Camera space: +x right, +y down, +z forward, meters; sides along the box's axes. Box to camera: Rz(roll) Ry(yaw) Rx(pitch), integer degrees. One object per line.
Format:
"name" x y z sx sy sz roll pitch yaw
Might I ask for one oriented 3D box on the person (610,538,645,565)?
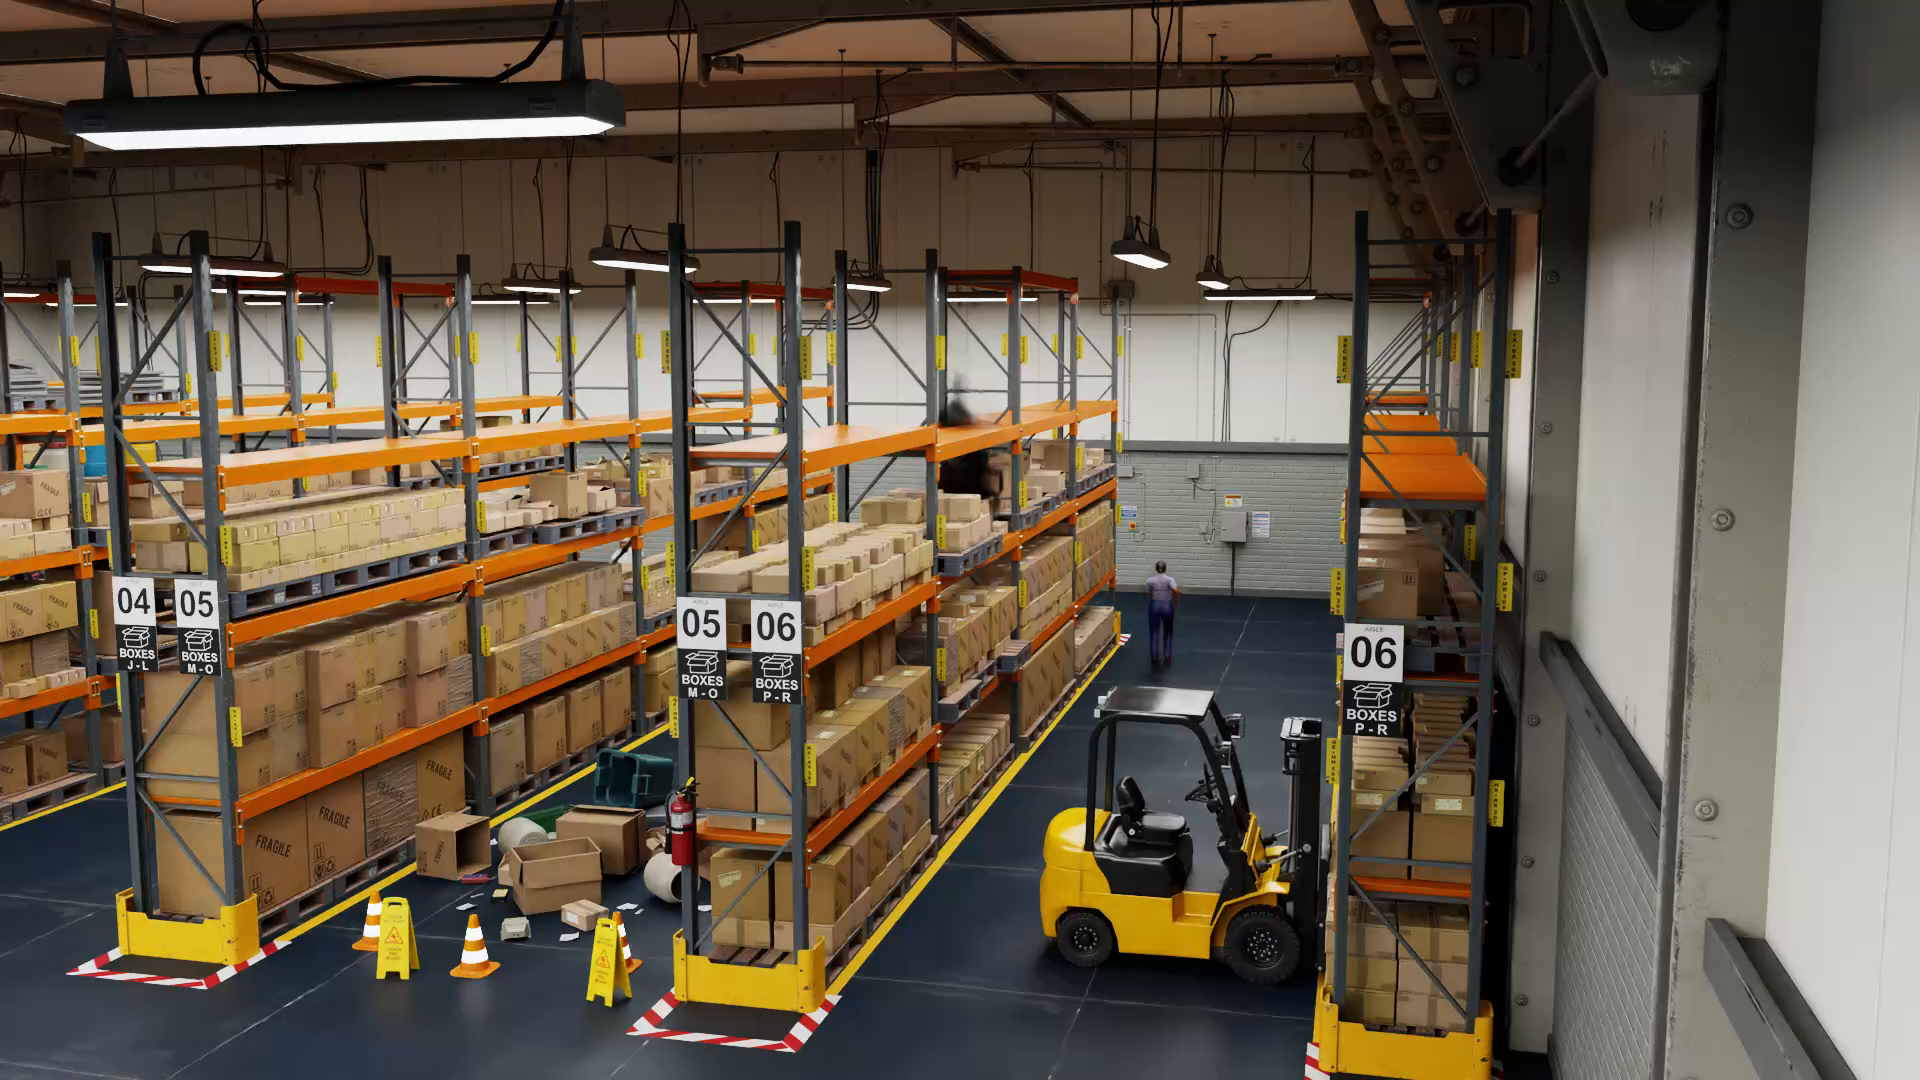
"person" -5.900 0.742 29.773 0.701 1.681 0.681 -1 7 -5

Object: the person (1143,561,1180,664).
"person" 3.164 1.170 26.151 0.579 1.711 0.748 1 7 7
